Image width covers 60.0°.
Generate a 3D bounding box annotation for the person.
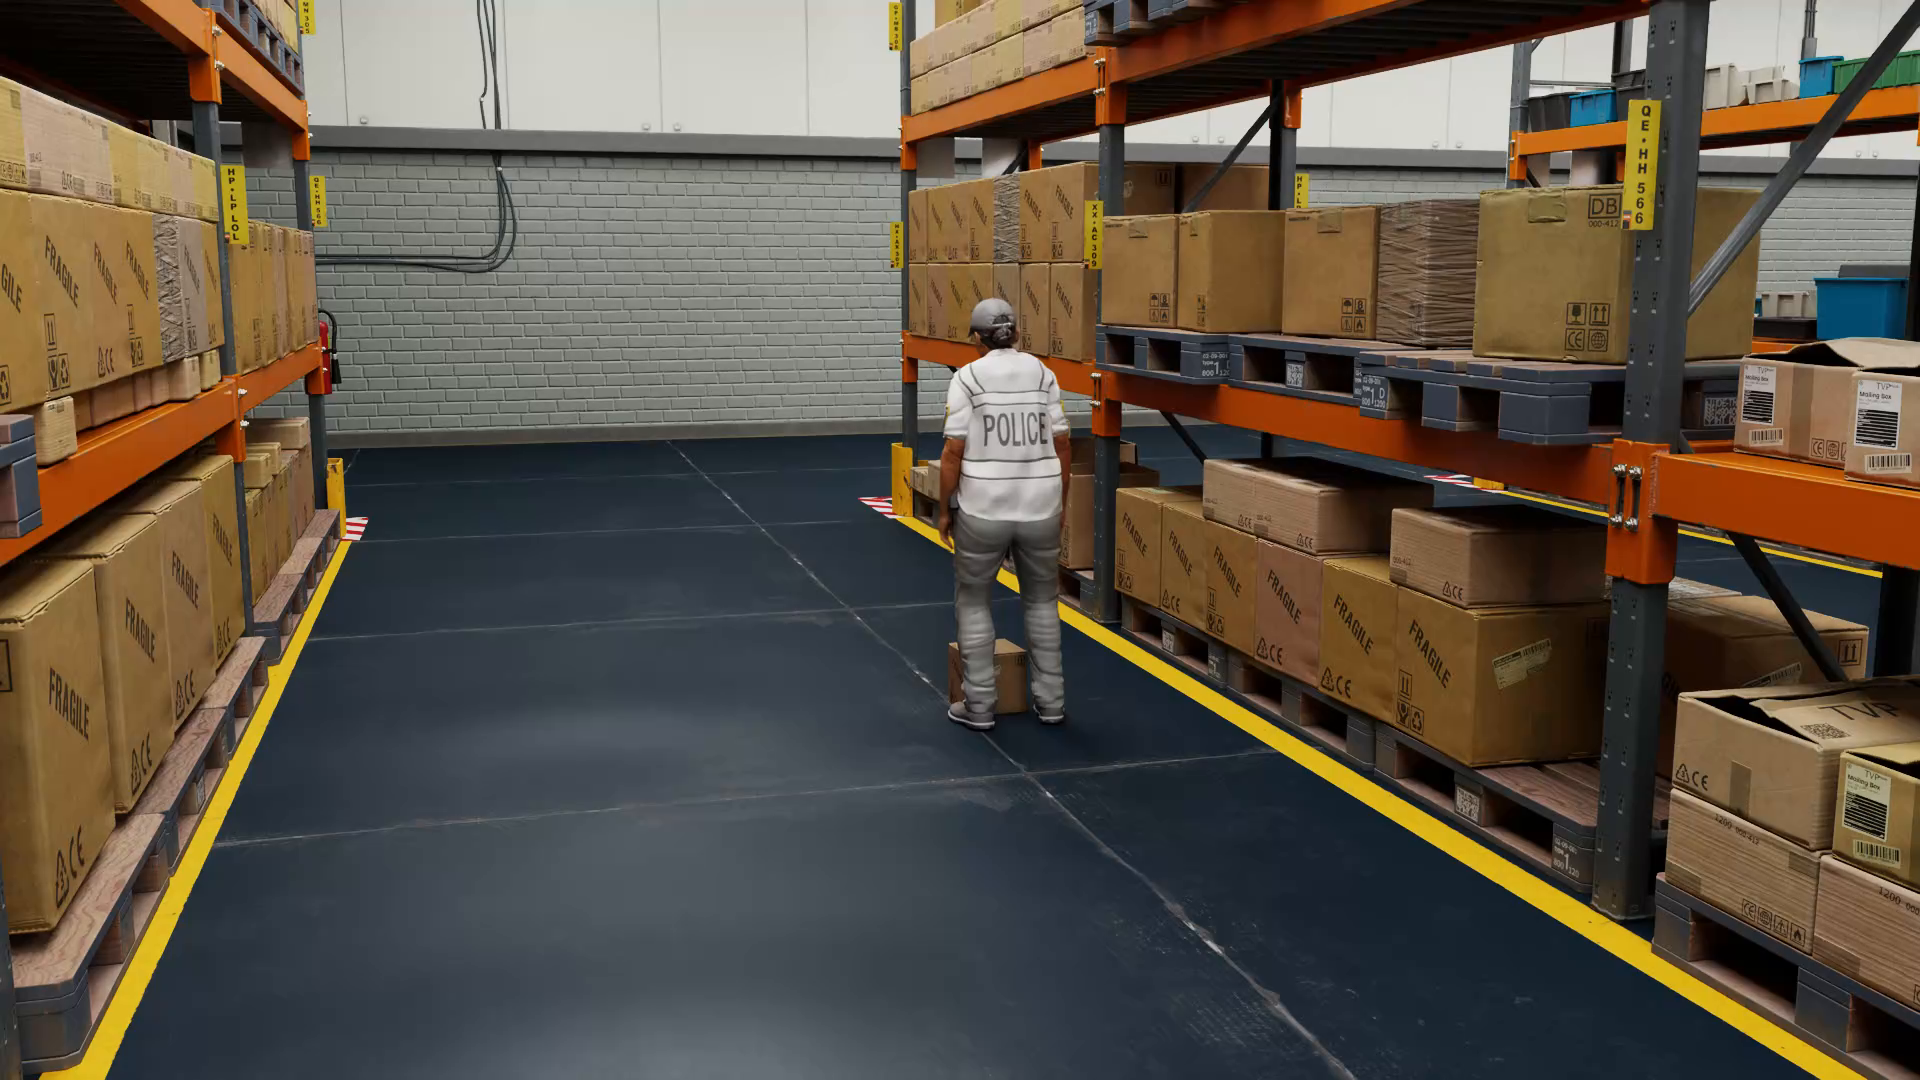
[{"bbox_3d":[0.176,-0.103,6.486,0.547,1.666,0.473,-3,10,-16],"label":"person"}]
